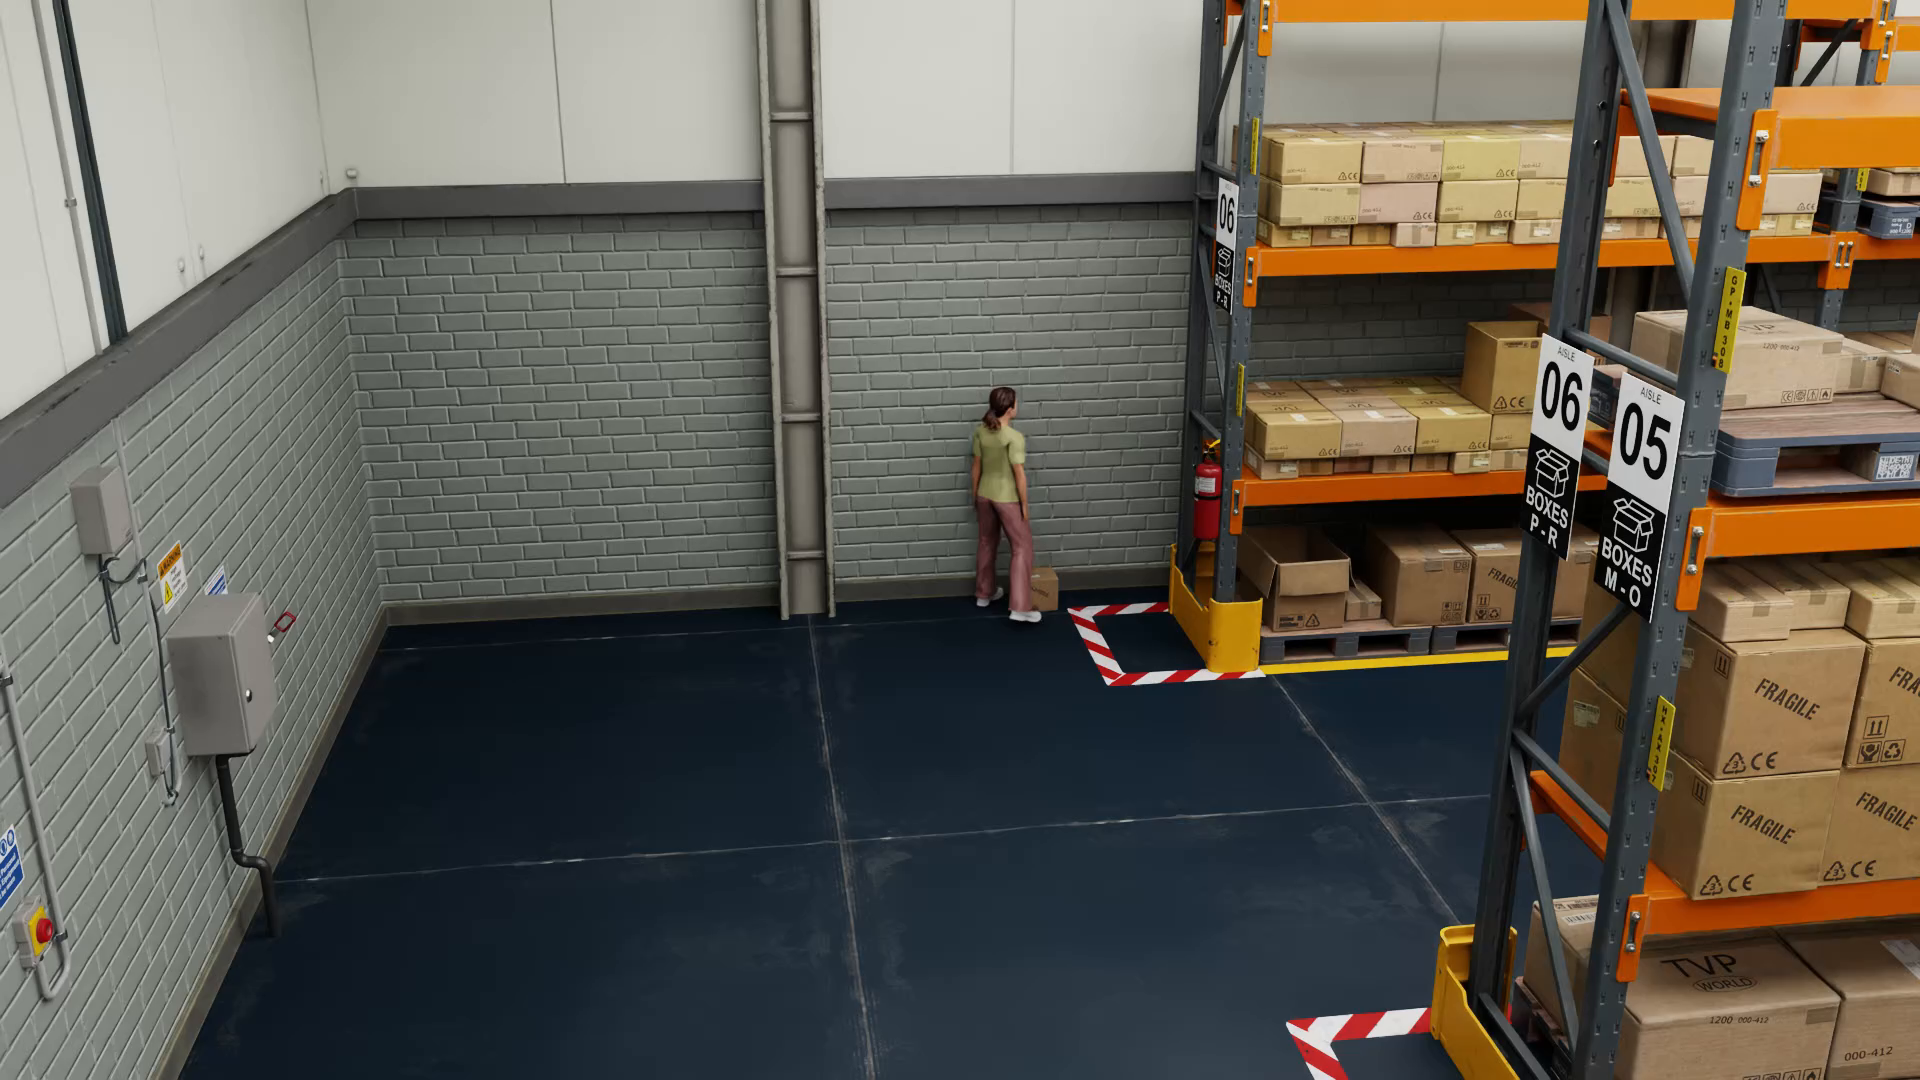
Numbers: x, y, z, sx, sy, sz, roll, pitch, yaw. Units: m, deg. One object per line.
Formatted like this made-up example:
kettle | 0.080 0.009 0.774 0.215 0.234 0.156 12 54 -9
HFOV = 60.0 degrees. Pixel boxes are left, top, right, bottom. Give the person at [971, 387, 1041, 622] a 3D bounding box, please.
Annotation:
person | 0.344 -0.263 11.781 0.578 1.678 0.460 16 26 38
